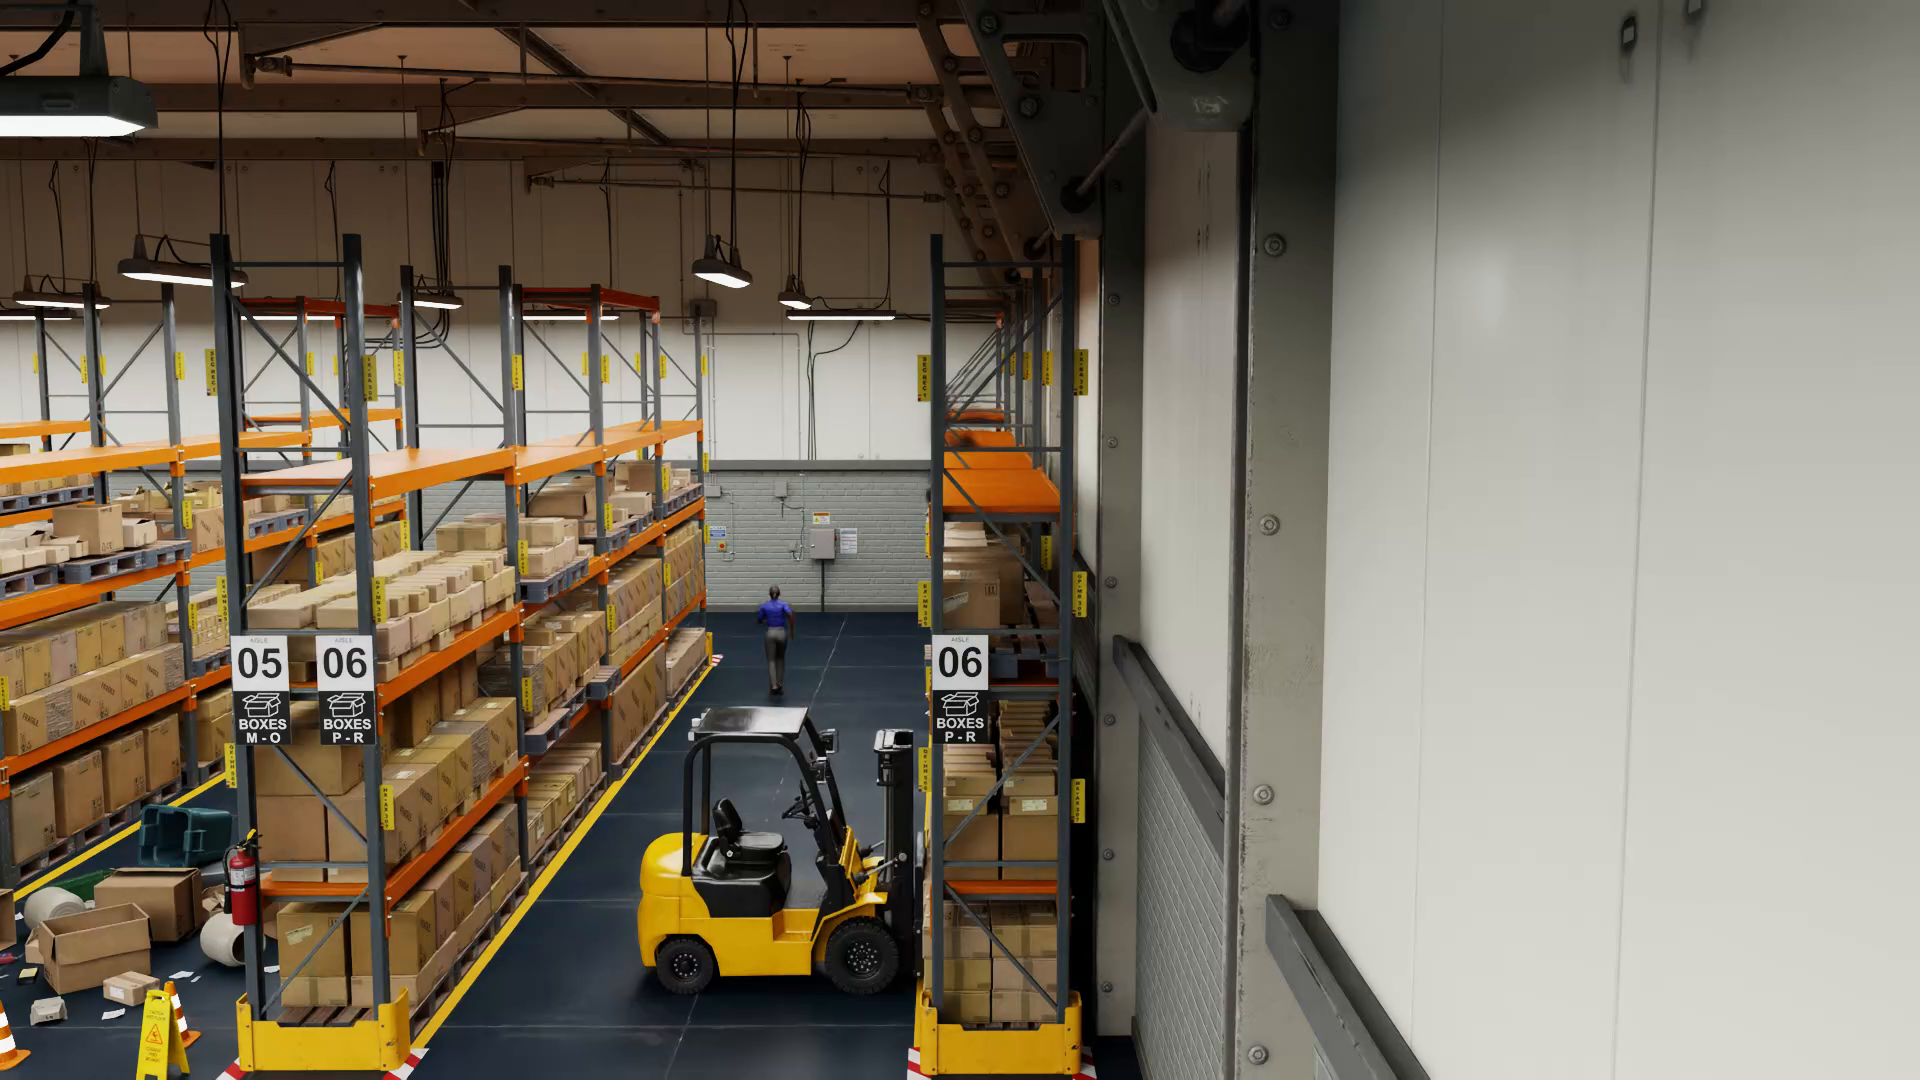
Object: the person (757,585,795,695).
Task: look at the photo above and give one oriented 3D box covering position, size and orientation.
[{"bbox_3d":[-2.804,1.542,25.310,0.547,1.704,0.863,-1,6,-12],"label":"person"}]
